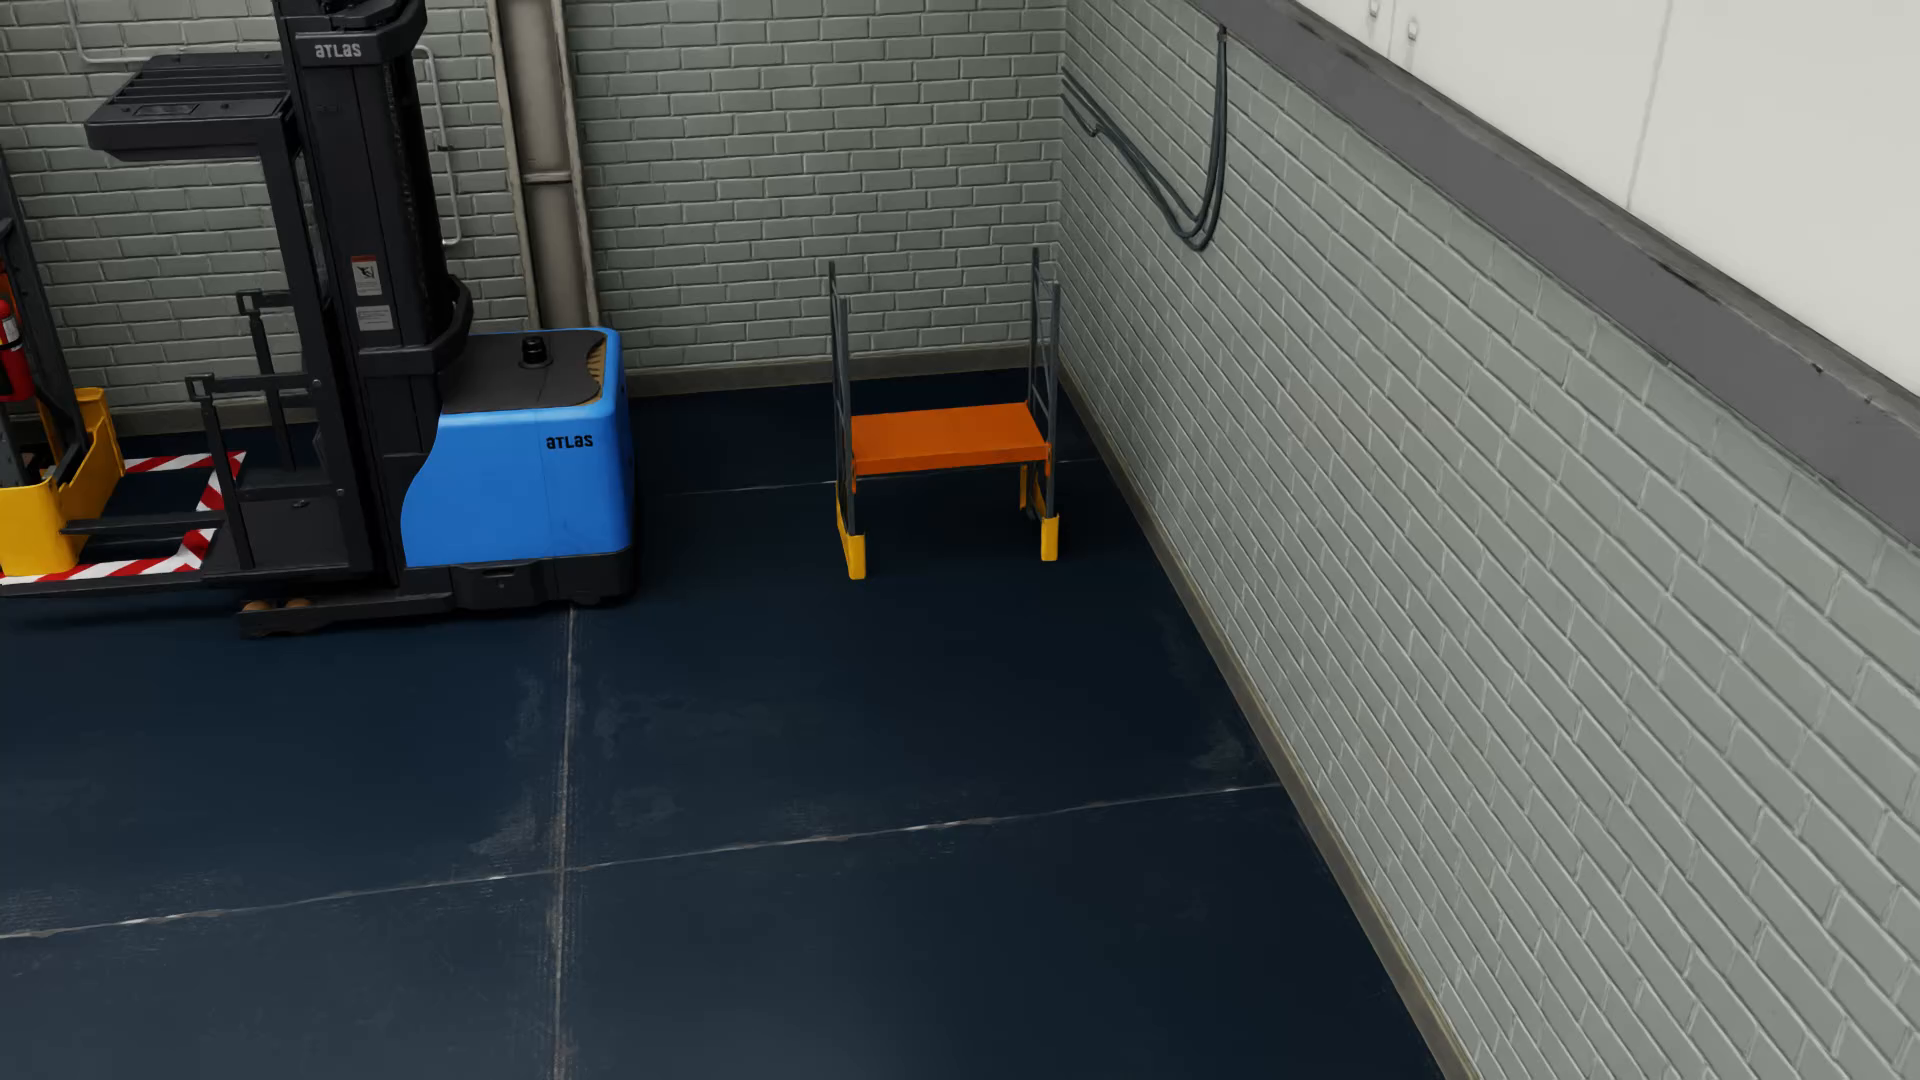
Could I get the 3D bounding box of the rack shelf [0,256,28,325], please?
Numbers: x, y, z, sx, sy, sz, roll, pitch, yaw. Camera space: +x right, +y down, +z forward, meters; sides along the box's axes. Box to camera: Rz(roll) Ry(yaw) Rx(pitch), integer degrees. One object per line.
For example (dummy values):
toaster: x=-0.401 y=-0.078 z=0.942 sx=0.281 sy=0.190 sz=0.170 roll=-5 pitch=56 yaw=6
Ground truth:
rack shelf: x=-6.785 y=-0.911 z=8.050 sx=4.000 sy=0.370 sz=1.077 roll=-5 pitch=31 yaw=-9

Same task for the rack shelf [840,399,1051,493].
rack shelf: x=-0.084 y=-0.484 z=8.448 sx=1.000 sy=0.185 sz=0.538 roll=-5 pitch=31 yaw=-9

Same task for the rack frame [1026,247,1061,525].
rack frame: x=0.416 y=-0.685 z=8.436 sx=0.032 sy=1.500 sz=0.500 roll=-5 pitch=31 yaw=-9

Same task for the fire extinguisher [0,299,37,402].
fire extinguisher: x=-4.587 y=-0.993 z=7.924 sx=0.183 sy=0.674 sz=0.296 roll=-5 pitch=31 yaw=-9

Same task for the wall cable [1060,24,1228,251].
wall cable: x=0.810 y=-2.990 z=8.020 sx=0.112 sy=2.526 sz=3.097 roll=-5 pitch=31 yaw=-9

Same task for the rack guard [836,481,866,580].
rack guard: x=-0.565 y=-0.055 z=8.597 sx=0.087 sy=0.250 sz=0.587 roll=-5 pitch=31 yaw=-9

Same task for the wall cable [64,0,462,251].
wall cable: x=-3.729 y=-2.430 z=8.922 sx=1.851 sy=1.984 sz=0.084 roll=-5 pitch=31 yaw=-9

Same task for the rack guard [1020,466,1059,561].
rack guard: x=0.415 y=-0.146 z=8.752 sx=0.087 sy=0.250 sz=0.587 roll=-5 pitch=31 yaw=-9

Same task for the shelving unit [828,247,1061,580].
shelving unit: x=-0.075 y=-0.640 z=8.358 sx=1.083 sy=1.500 sz=0.587 roll=-5 pitch=31 yaw=-9

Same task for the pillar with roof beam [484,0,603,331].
pillar with roof beam: x=-1.543 y=-2.521 z=4.160 sx=0.400 sy=9.000 sz=9.100 roll=-5 pitch=31 yaw=-9

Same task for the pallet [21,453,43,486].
pallet: x=-5.591 y=-0.090 z=8.695 sx=1.213 sy=0.211 sz=1.003 roll=-5 pitch=31 yaw=-9

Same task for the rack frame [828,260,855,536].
rack frame: x=-0.584 y=-0.592 z=8.278 sx=0.032 sy=1.500 sz=0.500 roll=-5 pitch=31 yaw=-9

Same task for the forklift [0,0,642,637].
forklift: x=-3.153 y=-1.087 z=7.707 sx=3.031 sy=2.935 sz=1.130 roll=-4 pitch=31 yaw=-7

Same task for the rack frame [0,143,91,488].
rack frame: x=-4.818 y=-1.404 z=8.178 sx=0.127 sy=3.000 sz=1.000 roll=-5 pitch=31 yaw=-9

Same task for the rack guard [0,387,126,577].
rack guard: x=-4.795 y=-0.329 z=8.816 sx=0.348 sy=0.500 sz=1.175 roll=-5 pitch=31 yaw=-9
